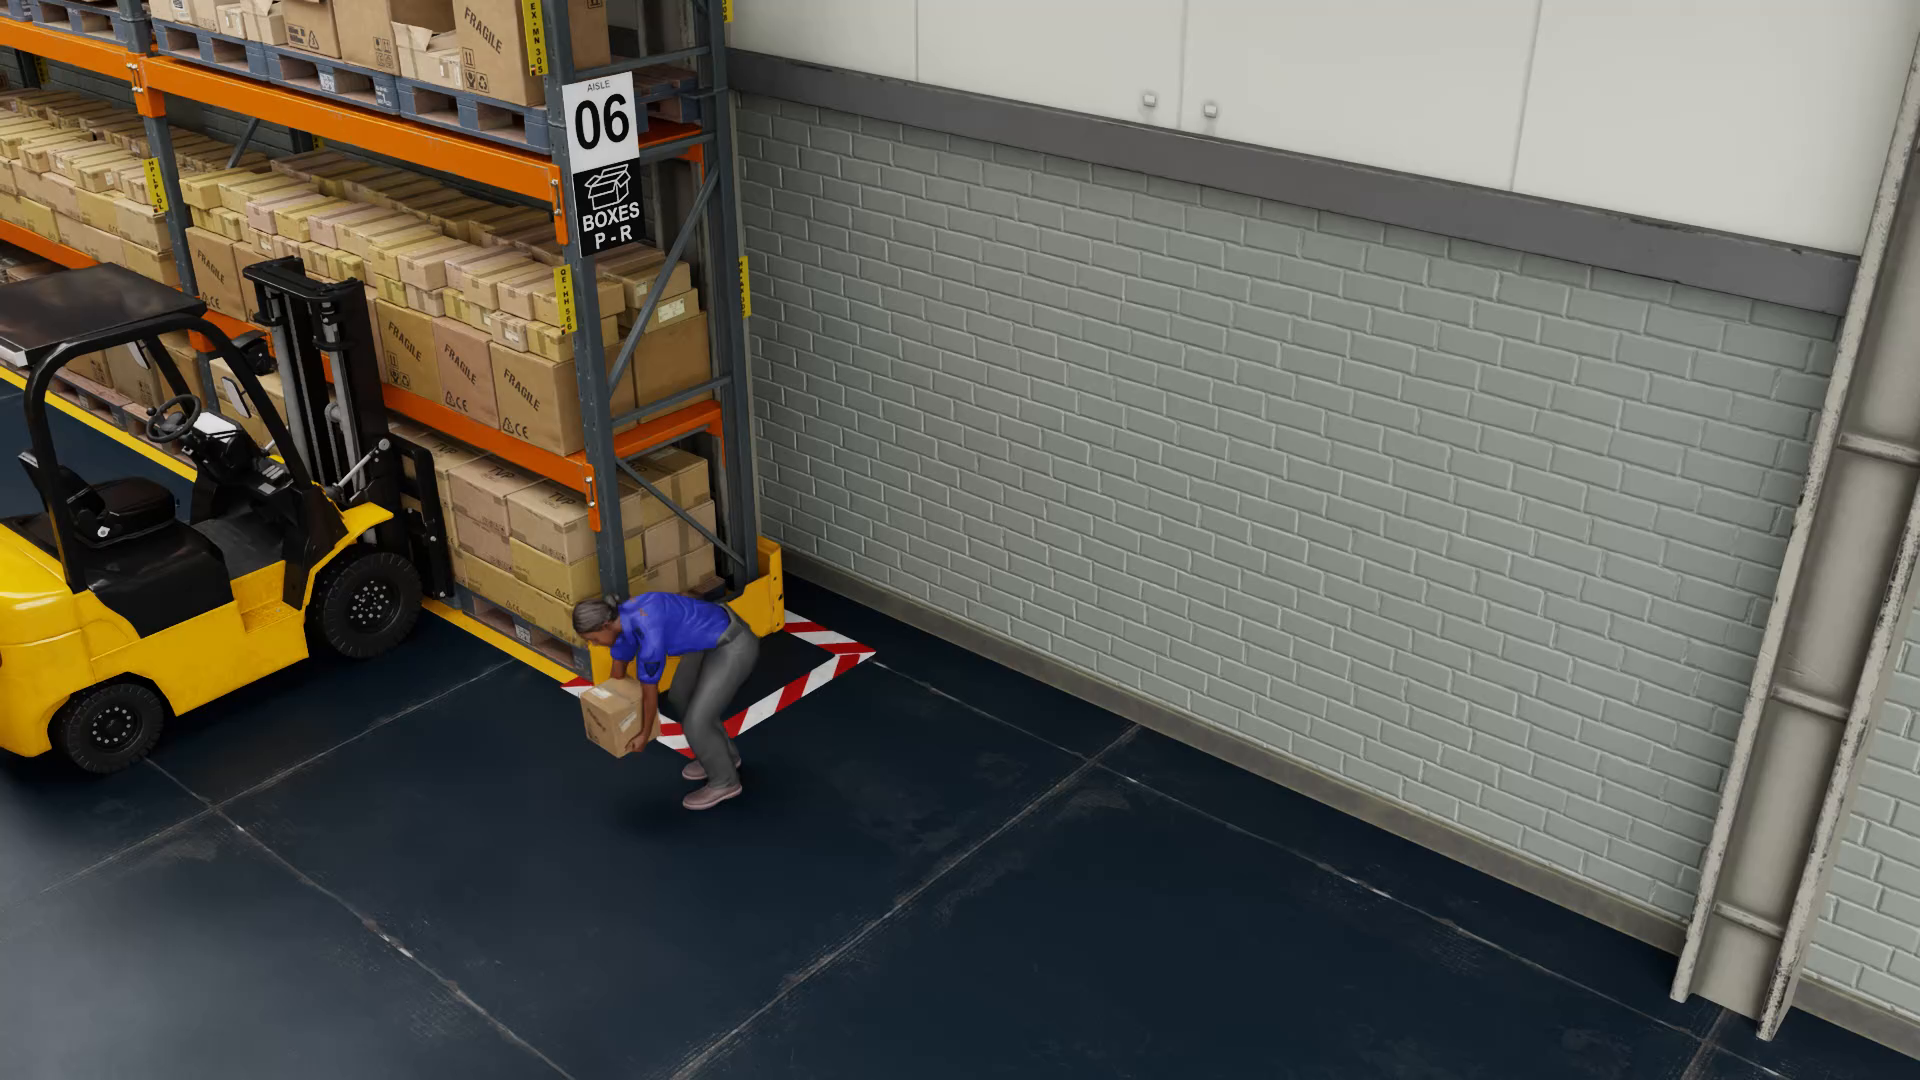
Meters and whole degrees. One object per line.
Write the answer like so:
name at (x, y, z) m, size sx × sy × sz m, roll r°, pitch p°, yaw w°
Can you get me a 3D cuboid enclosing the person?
person at (-1.347, 0.716, 7.790) m, size 0.839 × 1.165 × 0.428 m, roll -12°, pitch 30°, yaw -22°
